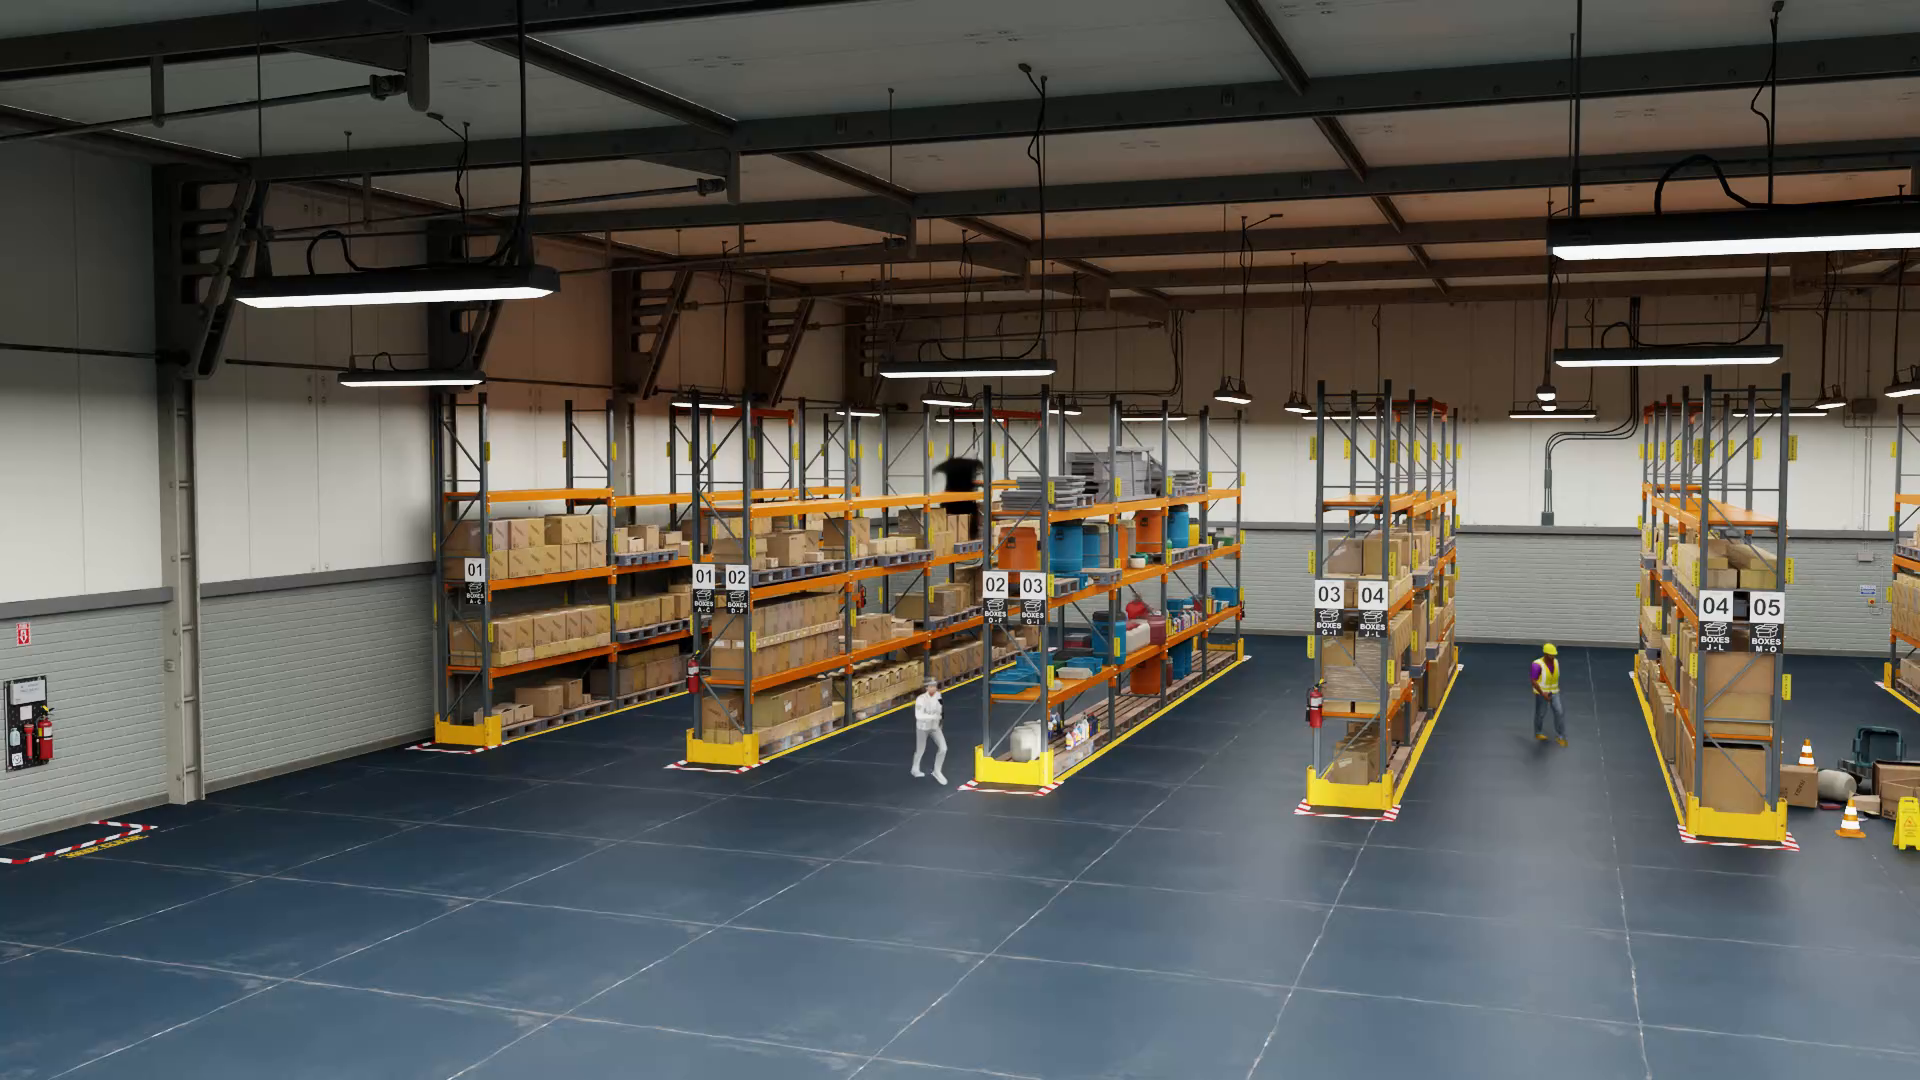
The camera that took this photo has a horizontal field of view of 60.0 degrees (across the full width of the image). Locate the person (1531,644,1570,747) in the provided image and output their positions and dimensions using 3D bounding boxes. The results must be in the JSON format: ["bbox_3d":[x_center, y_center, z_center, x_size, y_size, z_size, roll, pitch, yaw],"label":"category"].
[{"bbox_3d":[10.045,2.576,28.495,0.619,1.642,0.833,0,3,-3],"label":"person"}]

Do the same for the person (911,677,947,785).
[{"bbox_3d":[-0.484,2.843,24.996,0.541,1.630,0.934,-1,3,-26],"label":"person"}]

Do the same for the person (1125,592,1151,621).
[{"bbox_3d":[4.206,2.065,39.519,0.677,1.677,0.613,2,3,27],"label":"person"}]

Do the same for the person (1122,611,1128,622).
[{"bbox_3d":[3.767,2.170,39.007,0.620,1.508,0.986,2,4,31],"label":"person"}]
